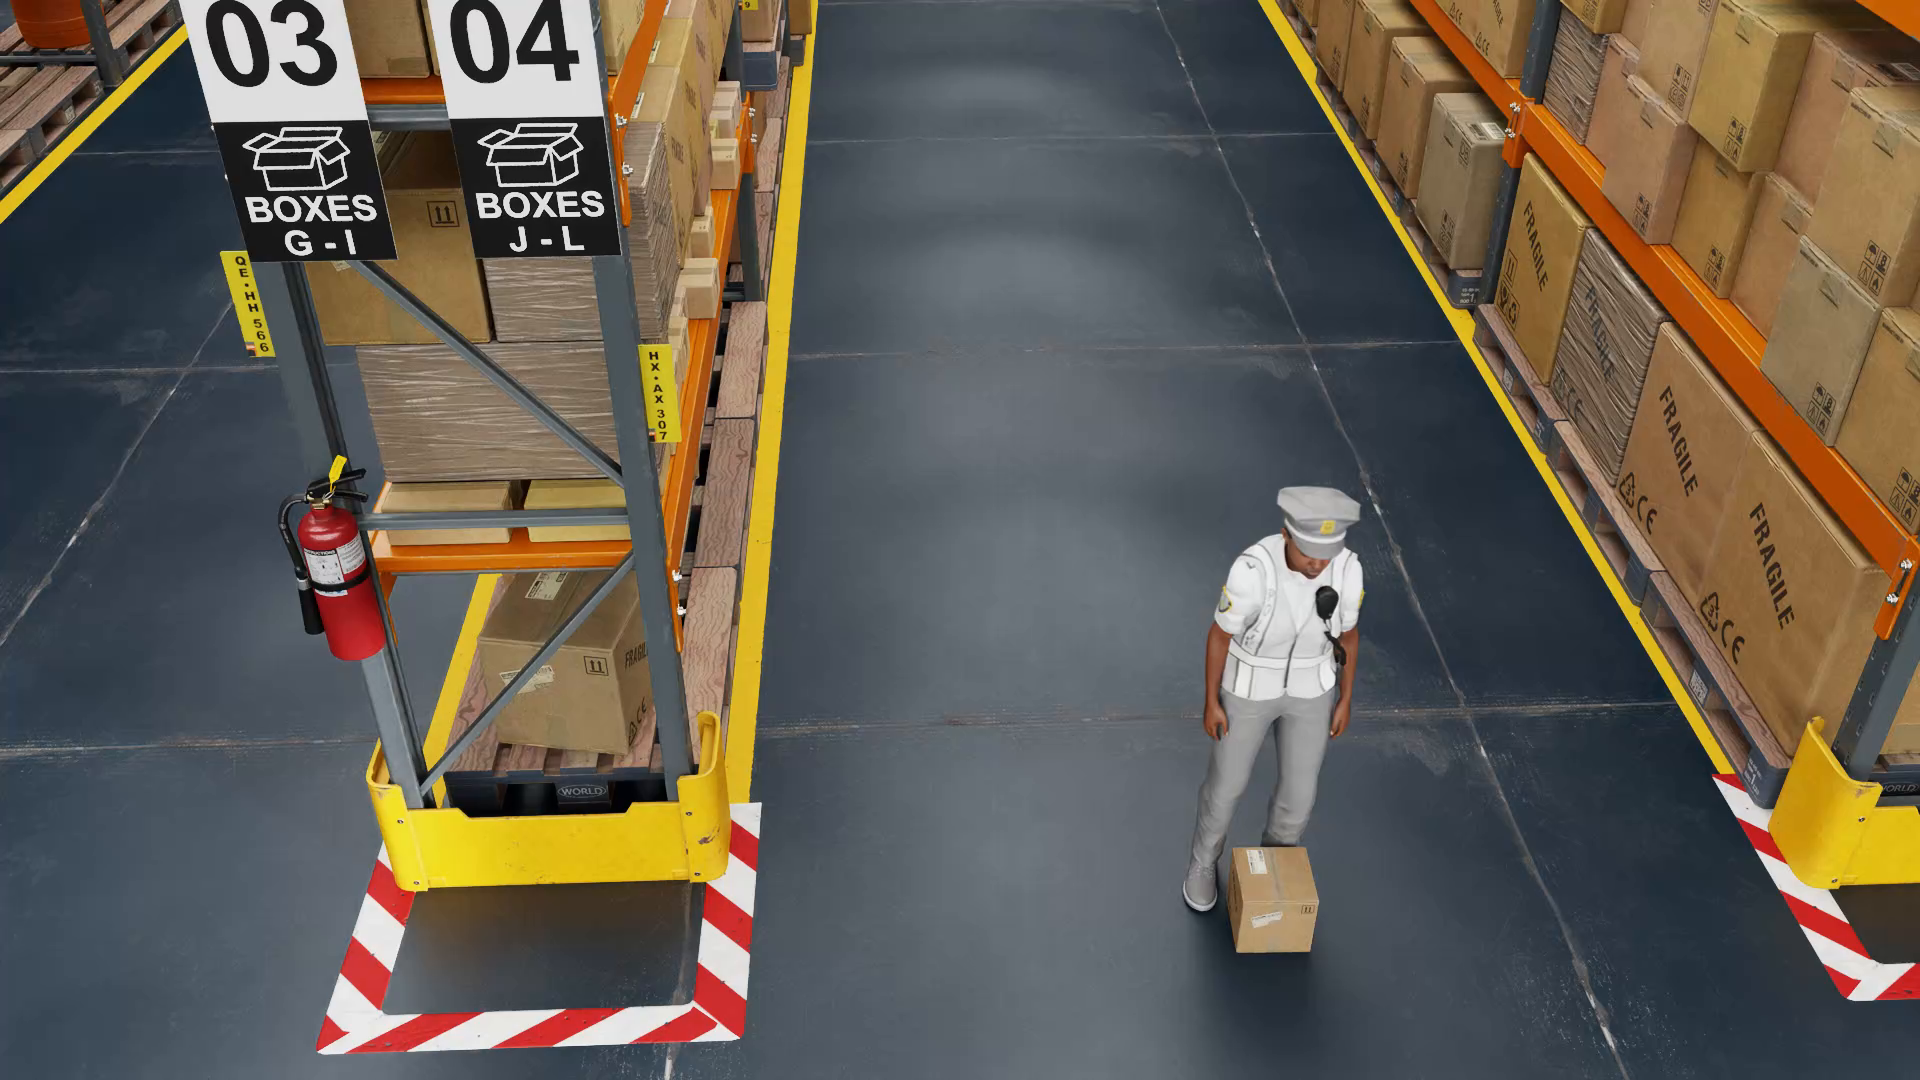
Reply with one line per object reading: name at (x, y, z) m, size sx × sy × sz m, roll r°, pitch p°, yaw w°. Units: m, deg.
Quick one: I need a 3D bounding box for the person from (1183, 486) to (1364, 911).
person at (1.030, 0.519, 5.417) m, size 0.505 × 1.660 × 0.415 m, roll -1°, pitch 35°, yaw -2°
